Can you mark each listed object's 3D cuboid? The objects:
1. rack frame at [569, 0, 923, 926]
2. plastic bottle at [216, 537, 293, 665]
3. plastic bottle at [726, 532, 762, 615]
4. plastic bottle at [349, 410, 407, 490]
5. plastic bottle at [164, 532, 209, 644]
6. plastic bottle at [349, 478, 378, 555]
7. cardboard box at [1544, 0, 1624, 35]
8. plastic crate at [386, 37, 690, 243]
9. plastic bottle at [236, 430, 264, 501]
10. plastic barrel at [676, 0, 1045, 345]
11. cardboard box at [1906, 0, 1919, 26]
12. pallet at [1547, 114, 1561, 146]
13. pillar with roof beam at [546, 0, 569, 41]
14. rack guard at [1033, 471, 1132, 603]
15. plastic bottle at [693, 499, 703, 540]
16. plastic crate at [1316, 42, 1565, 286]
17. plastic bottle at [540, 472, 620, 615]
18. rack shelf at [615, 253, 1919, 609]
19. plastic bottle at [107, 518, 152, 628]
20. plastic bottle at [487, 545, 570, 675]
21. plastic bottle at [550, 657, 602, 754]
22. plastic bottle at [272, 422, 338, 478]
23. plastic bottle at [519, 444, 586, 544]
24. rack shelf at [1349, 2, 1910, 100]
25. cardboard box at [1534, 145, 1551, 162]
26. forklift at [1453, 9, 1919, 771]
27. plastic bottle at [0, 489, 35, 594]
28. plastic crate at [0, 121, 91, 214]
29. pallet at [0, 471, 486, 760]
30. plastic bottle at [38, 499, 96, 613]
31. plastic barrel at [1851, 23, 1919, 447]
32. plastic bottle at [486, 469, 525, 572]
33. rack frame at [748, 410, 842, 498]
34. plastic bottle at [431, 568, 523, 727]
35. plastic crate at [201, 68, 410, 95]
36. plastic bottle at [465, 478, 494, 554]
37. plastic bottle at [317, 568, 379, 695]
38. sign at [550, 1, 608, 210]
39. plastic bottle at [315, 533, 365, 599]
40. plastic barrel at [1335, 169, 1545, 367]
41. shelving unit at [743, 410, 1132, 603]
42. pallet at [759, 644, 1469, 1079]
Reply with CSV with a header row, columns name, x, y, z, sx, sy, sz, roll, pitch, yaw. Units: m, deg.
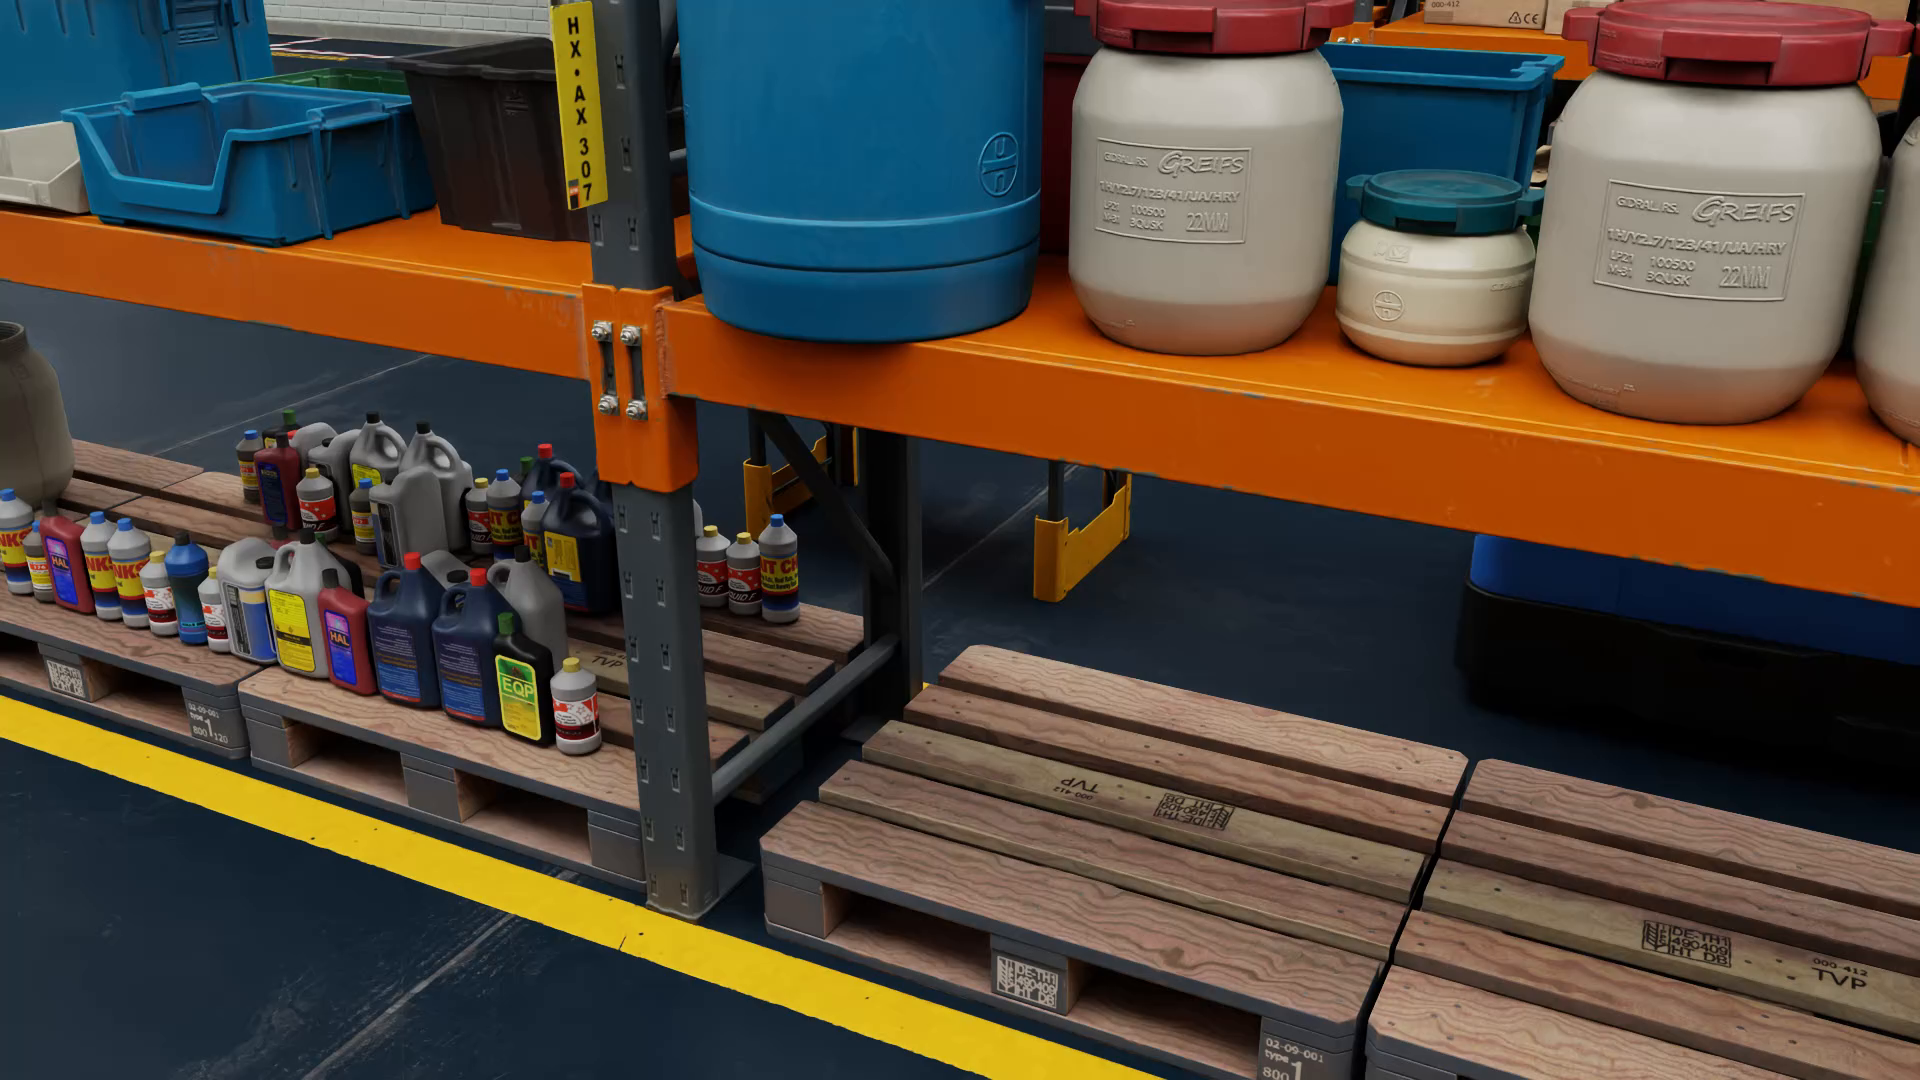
name,x,y,z,sx,sy,sz,roll,pitch,yaw
rack frame,-0.369,-0.778,3.246,0.127,3.000,1.000,11,25,25
plastic bottle,-1.676,0.139,4.009,0.135,0.276,0.152,12,26,25
plastic bottle,-0.546,0.080,4.242,0.097,0.201,0.097,0,23,0
plastic bottle,-1.616,-0.190,4.687,0.185,0.351,0.144,12,26,27
plastic bottle,-1.885,0.112,4.078,0.097,0.271,0.097,0,23,0
plastic bottle,-1.631,-0.071,4.599,0.097,0.201,0.097,0,23,0
cardboard box,2.568,-2.164,6.826,0.250,0.149,0.380,11,25,25
plastic crate,-0.779,-0.886,3.580,0.504,0.338,0.767,11,25,25
plastic bottle,-2.102,-0.228,4.966,0.097,0.201,0.097,0,23,0
plastic barrel,-0.161,-0.835,2.739,0.708,0.901,0.600,11,25,25
cardboard box,3.934,-2.138,6.316,0.500,0.500,0.500,10,25,22
pallet,4.797,-2.818,11.606,1.213,0.211,1.003,11,25,25
pillar with roof beam,-5.751,-7.439,11.245,0.400,9.000,9.100,11,25,25
rack guard,0.376,-0.041,5.026,0.087,0.250,0.587,11,25,25
plastic bottle,-0.756,0.016,4.297,0.135,0.276,0.152,12,26,26
plastic crate,0.756,-0.684,3.047,0.575,0.384,0.392,11,25,25
plastic bottle,-0.967,0.002,4.236,0.185,0.351,0.144,11,25,25
rack shelf,1.416,-0.094,2.557,4.000,0.370,1.077,11,25,25
plastic bottle,-2.066,0.076,4.162,0.097,0.271,0.097,0,23,0
plastic bottle,-1.009,0.175,3.828,0.185,0.351,0.144,11,25,25
plastic bottle,-0.833,0.352,3.603,0.097,0.201,0.097,0,23,0
plastic bottle,-1.889,-0.208,4.824,0.135,0.276,0.152,11,26,25
plastic bottle,-1.071,-0.082,4.433,0.185,0.351,0.144,10,25,22
rack shelf,3.654,-1.823,6.623,4.000,0.370,1.077,11,25,25
cardboard box,2.827,-1.632,7.515,0.500,0.311,0.500,12,26,26
forklift,2.840,-0.876,3.564,3.031,2.935,1.130,10,25,22
plastic bottle,-2.461,-0.002,4.346,0.097,0.271,0.097,0,23,0
plastic crate,-1.932,-0.855,3.764,0.437,0.136,0.530,11,25,25
pallet,-2.042,0.157,4.611,1.213,0.211,1.003,11,25,25
plastic bottle,-2.267,0.039,4.235,0.133,0.283,0.061,12,26,25
plastic barrel,1.427,-0.389,2.158,0.433,0.535,0.433,0,23,0
plastic bottle,-1.219,-0.059,4.479,0.097,0.271,0.097,0,23,0
rack frame,-0.530,-0.795,5.203,0.032,1.500,0.500,11,25,25
plastic bottle,-1.074,0.226,3.709,0.185,0.351,0.144,10,25,23
plastic crate,-1.453,-1.019,4.083,0.662,0.188,0.450,11,25,25
plastic bottle,-1.313,-0.072,4.599,0.097,0.201,0.097,0,23,0
plastic bottle,-1.409,0.208,3.836,0.133,0.283,0.061,13,26,28
sign,-0.627,-0.715,2.745,0.005,0.325,0.100,11,25,25
plastic bottle,-1.510,0.125,4.031,0.133,0.283,0.061,11,25,25
plastic barrel,0.743,-0.427,2.598,0.301,0.262,0.301,0,23,0
shelving unit,-0.068,-0.704,4.988,1.083,1.500,0.587,11,25,25
pallet,0.349,0.630,3.498,1.213,0.211,1.003,11,25,25
